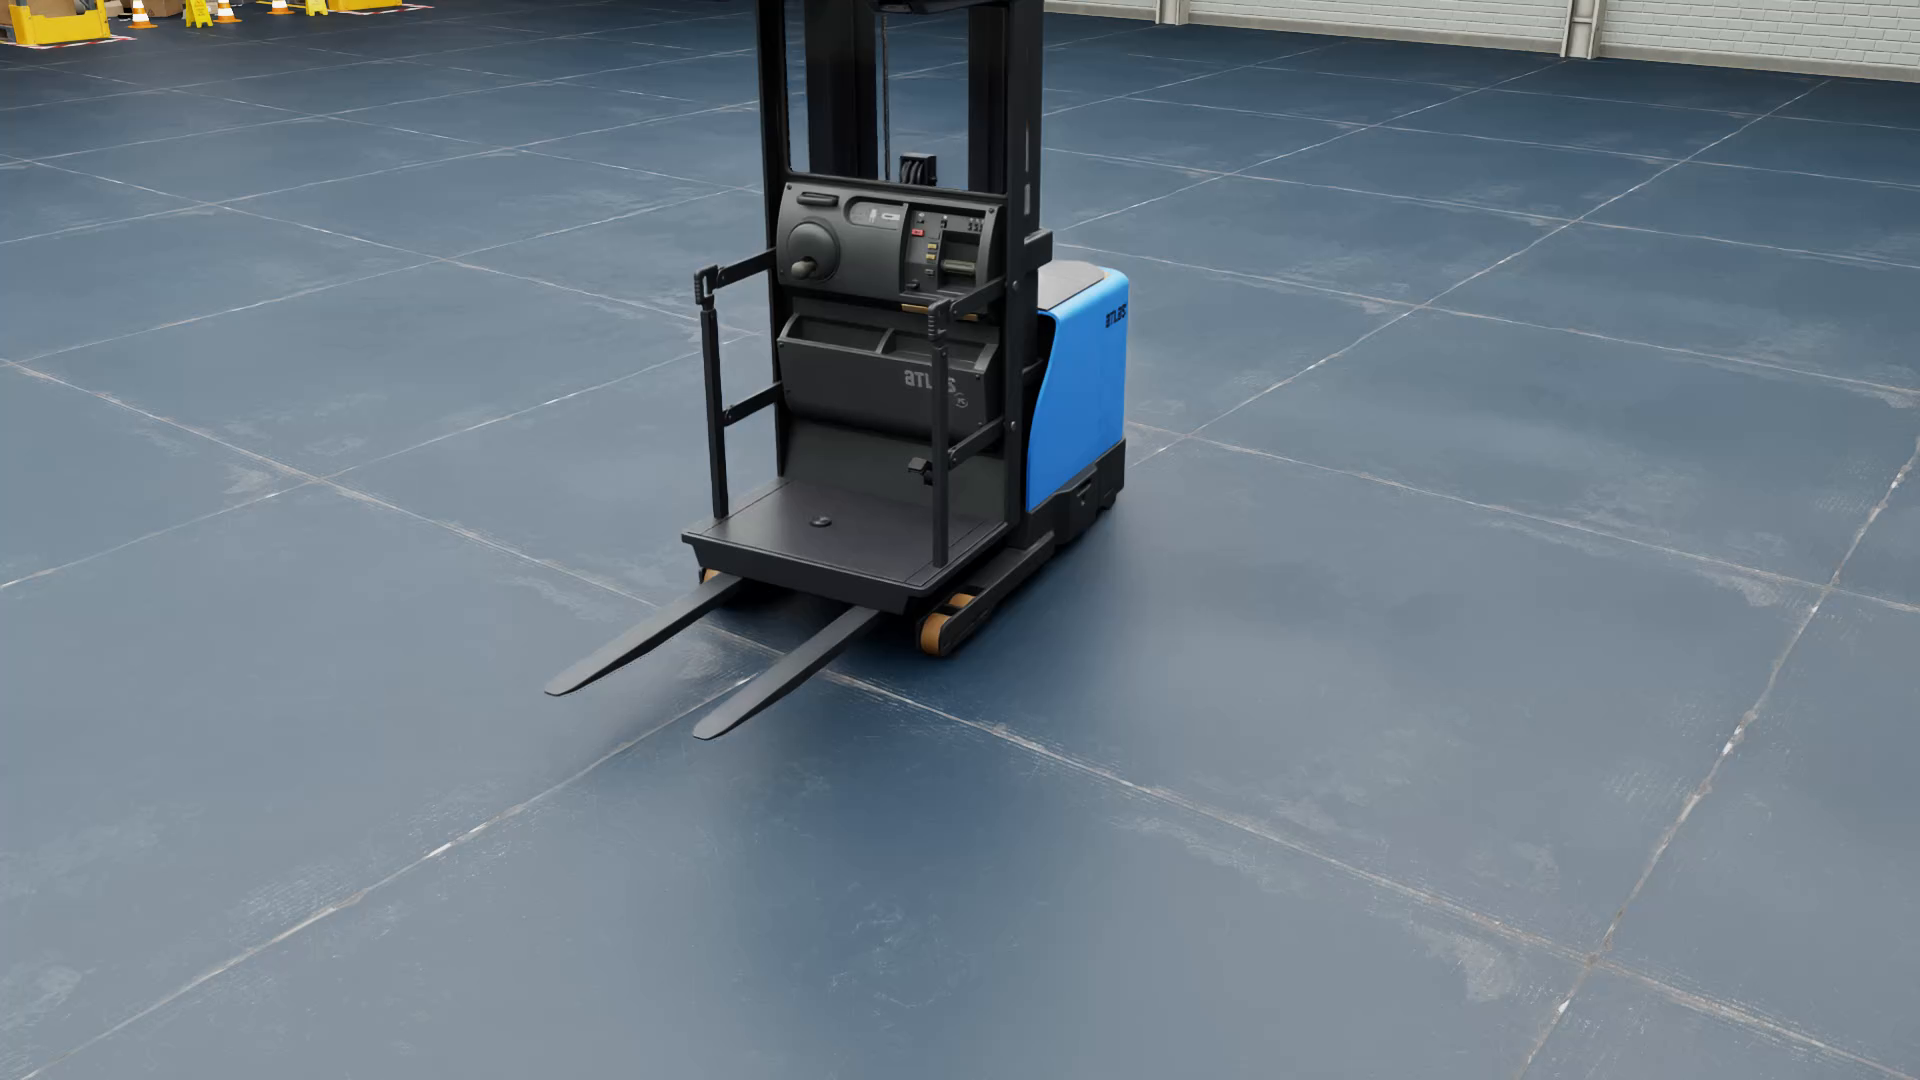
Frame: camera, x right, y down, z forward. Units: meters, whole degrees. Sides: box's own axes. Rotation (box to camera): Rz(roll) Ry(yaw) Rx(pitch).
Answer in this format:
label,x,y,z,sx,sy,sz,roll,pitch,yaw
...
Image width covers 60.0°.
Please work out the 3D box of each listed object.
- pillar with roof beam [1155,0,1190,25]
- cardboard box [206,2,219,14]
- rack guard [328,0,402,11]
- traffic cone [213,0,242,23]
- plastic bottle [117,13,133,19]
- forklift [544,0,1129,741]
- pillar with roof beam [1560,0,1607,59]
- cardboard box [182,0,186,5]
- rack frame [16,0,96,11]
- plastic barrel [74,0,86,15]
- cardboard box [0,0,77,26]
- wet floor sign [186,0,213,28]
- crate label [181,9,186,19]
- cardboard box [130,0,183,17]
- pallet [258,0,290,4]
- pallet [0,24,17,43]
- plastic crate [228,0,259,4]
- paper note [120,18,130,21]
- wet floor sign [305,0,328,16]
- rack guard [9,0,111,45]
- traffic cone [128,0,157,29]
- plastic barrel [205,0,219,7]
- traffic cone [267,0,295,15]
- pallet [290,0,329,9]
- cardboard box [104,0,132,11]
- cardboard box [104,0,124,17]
label,x,y,z,sx,sy,sz,roll,pitch,yaw
pillar with roof beam,0.558,-10.378,19.643,0.400,9.000,9.100,17,29,33
cardboard box,-11.680,-8.222,25.727,0.380,0.149,0.250,-10,26,-21
rack guard,-9.481,-8.736,26.458,0.348,0.500,1.175,17,29,33
traffic cone,-10.932,-7.948,24.716,0.334,0.463,0.336,17,29,33
plastic bottle,-12.659,-7.940,25.195,0.283,0.061,0.133,7,25,15
forklift,-0.384,-1.107,6.127,1.130,2.935,3.031,12,27,26
pillar with roof beam,5.359,-8.927,16.350,0.400,9.000,9.100,17,29,33
cardboard box,-12.580,-8.988,27.027,0.500,0.500,0.500,-5,24,-12
rack frame,-12.308,-8.240,22.232,0.127,3.000,1.000,17,29,33
plastic barrel,-13.681,-8.249,25.448,0.512,0.421,0.421,-5,24,-12
cardboard box,-12.890,-7.603,22.900,0.875,0.875,0.875,17,29,34
wet floor sign,-11.097,-7.795,24.141,0.232,0.644,0.267,12,26,24
crate label,-11.598,-7.969,25.168,0.298,0.136,0.250,3,24,6
cardboard box,-12.344,-8.327,25.526,0.637,0.503,0.797,-1,24,-3
pallet,-11.082,-9.107,27.658,1.213,0.211,1.003,17,29,33
pallet,-12.995,-7.132,23.176,1.213,0.211,1.003,17,29,33
plastic crate,-11.856,-8.849,27.234,0.583,0.080,0.402,7,25,15
paper note,-12.511,-7.798,24.912,0.144,0.017,0.142,-15,28,-30
wet floor sign,-9.910,-8.393,25.499,0.267,0.644,0.232,-15,28,-30
rack guard,-12.289,-7.091,22.723,0.348,0.500,1.175,17,29,33
traffic cone,-11.881,-7.666,24.075,0.334,0.463,0.336,17,29,33
plastic barrel,-11.981,-8.694,26.457,0.512,0.421,0.421,-5,24,-12
traffic cone,-10.538,-8.389,25.715,0.334,0.463,0.336,17,29,33
pallet,-10.110,-8.812,26.988,1.213,0.211,1.003,17,29,33
cardboard box,-13.097,-8.613,26.006,0.503,0.637,0.797,17,29,33
cardboard box,-13.029,-8.135,25.384,0.396,0.266,0.258,-21,31,-39
